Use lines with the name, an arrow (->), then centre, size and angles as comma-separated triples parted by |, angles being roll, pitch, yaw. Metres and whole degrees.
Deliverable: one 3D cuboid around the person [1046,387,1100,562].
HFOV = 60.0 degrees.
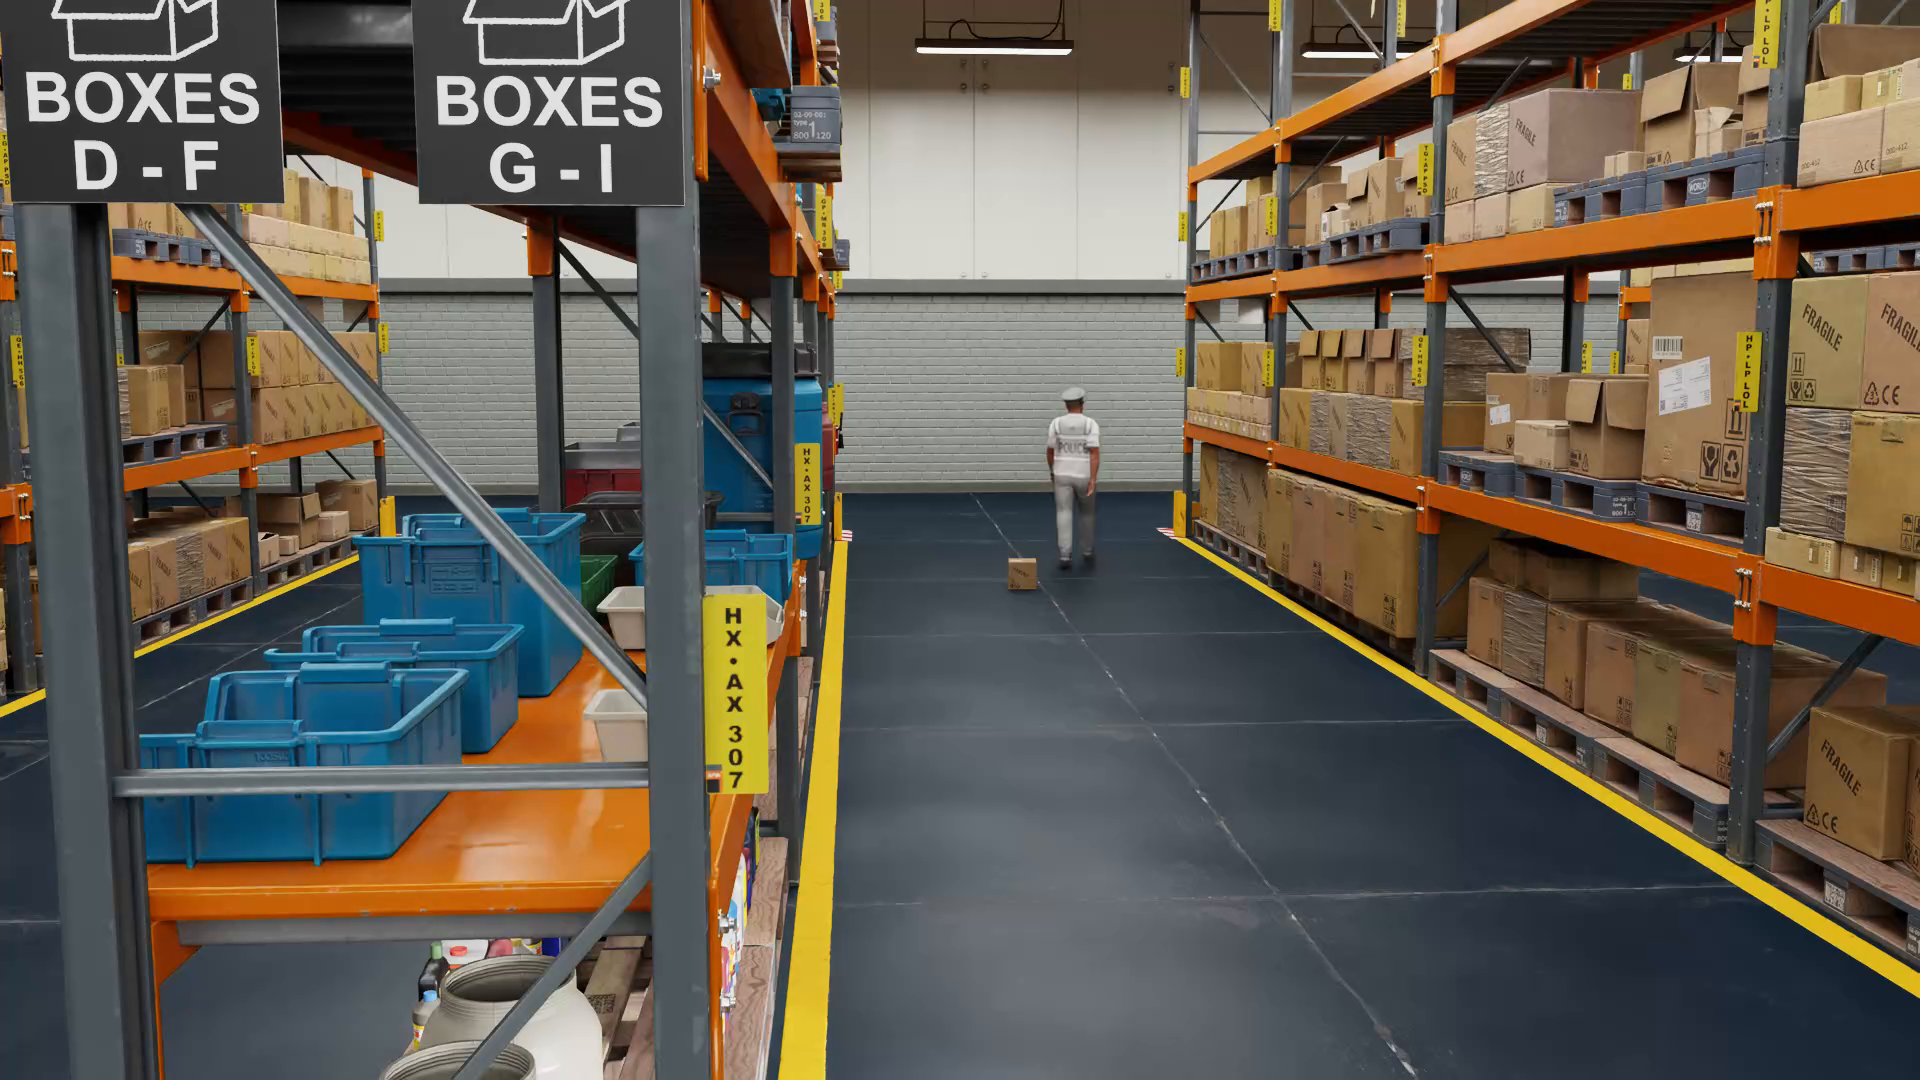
person -> 1.134, -0.668, 16.596 | 0.539, 1.714, 1.025 | 1, 7, 7
